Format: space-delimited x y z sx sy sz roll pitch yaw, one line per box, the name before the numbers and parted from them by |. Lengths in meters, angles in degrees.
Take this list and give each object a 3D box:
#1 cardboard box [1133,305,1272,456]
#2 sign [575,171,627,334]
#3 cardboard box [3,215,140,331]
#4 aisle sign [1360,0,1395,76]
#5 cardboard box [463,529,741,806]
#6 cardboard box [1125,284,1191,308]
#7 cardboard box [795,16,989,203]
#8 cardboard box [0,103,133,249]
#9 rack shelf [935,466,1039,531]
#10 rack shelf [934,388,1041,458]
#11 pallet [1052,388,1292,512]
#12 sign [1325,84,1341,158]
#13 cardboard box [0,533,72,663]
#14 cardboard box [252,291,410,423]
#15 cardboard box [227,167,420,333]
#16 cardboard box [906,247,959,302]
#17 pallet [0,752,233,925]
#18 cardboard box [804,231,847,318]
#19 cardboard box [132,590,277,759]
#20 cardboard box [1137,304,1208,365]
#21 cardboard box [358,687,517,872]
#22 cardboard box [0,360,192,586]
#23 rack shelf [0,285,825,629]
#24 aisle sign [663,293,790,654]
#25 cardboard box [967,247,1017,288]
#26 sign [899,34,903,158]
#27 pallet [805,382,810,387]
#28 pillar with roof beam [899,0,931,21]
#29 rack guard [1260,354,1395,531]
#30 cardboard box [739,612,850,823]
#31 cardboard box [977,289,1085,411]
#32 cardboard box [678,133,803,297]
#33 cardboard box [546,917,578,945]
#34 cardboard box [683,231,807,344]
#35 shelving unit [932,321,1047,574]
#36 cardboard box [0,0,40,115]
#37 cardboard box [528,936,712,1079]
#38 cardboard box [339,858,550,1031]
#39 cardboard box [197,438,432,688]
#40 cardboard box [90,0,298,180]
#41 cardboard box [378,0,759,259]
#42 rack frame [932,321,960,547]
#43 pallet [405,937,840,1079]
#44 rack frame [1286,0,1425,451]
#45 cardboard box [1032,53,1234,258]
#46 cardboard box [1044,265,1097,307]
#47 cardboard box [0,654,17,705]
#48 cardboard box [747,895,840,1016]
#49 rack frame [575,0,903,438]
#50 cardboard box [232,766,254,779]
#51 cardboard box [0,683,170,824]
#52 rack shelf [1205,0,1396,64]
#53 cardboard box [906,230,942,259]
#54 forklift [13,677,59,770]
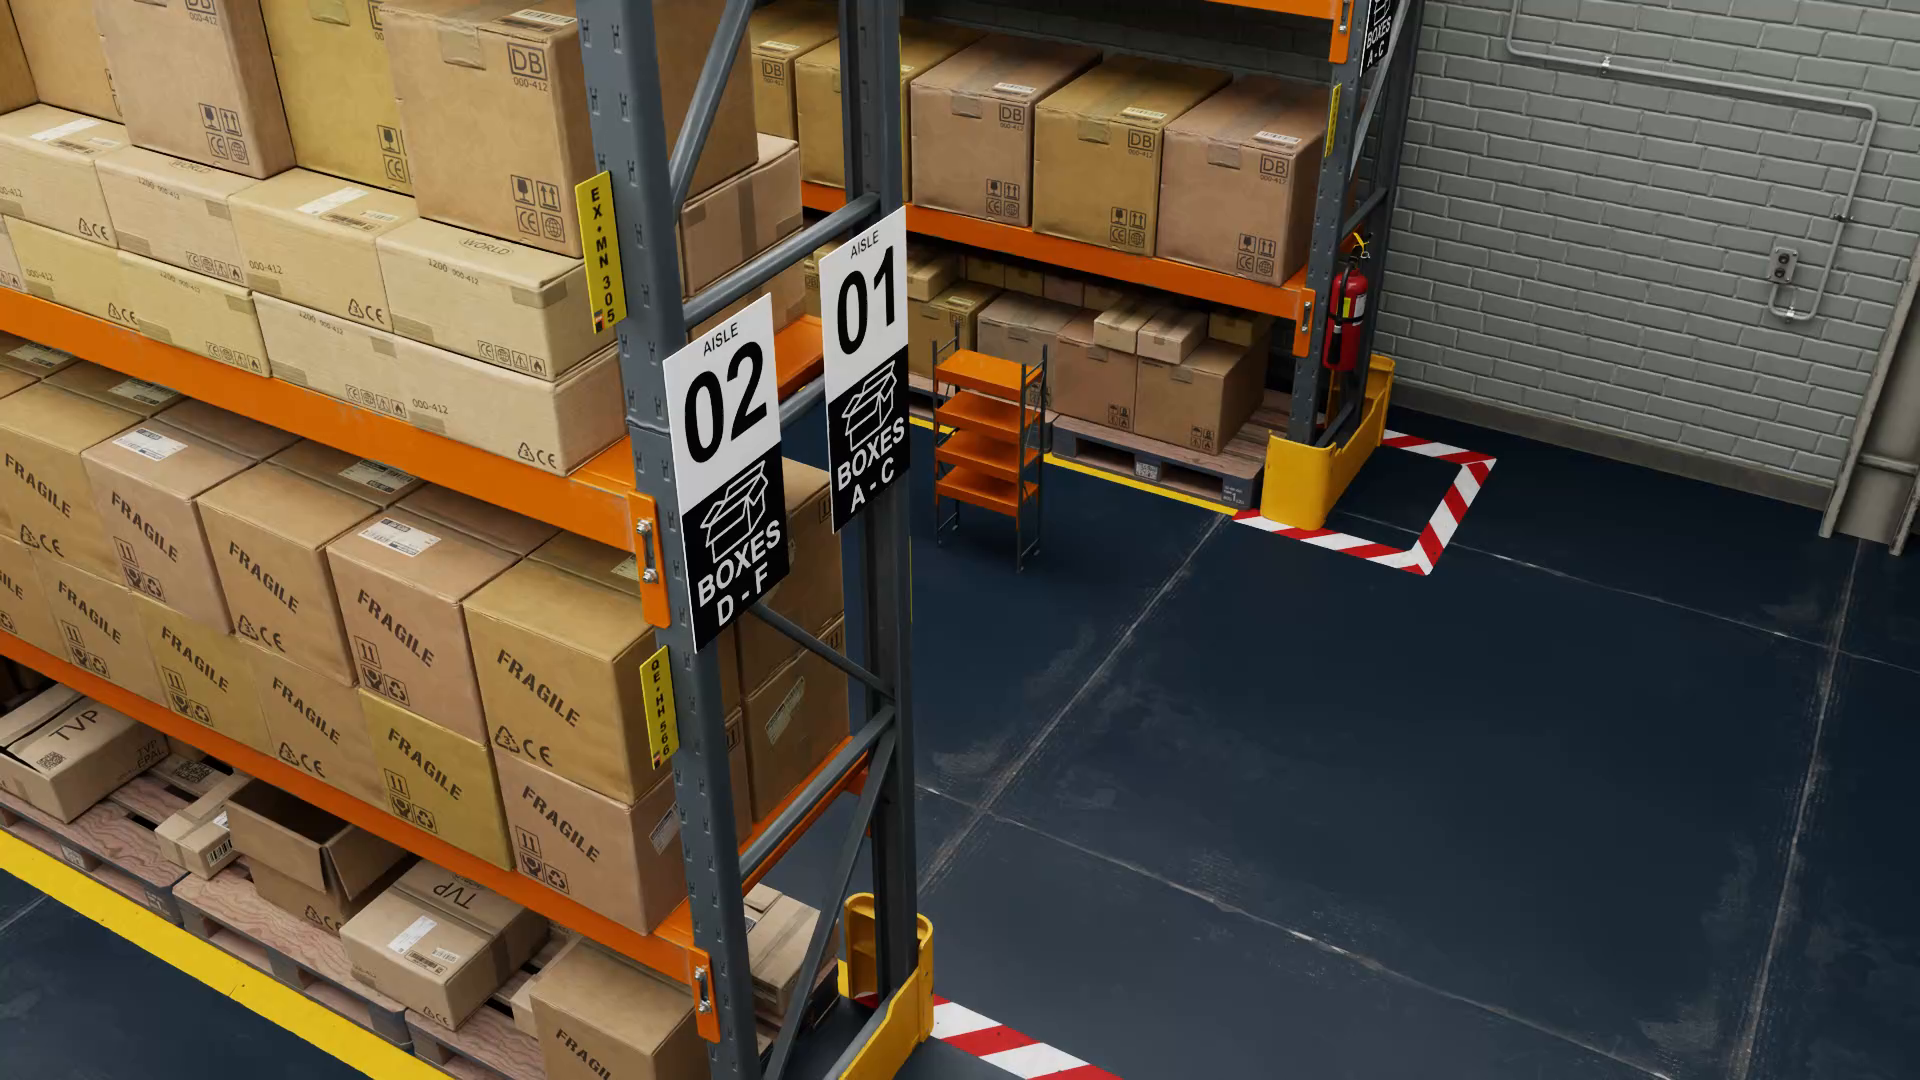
cardboard box | 1.352 -0.897 9.267 0.500 0.500 0.700 18 37 24
sign | -0.738 -0.589 3.423 0.005 0.325 0.100 18 37 24
cardboard box | -2.317 -0.853 4.754 0.500 0.250 0.500 18 37 24
aisle sign | 1.923 -2.536 7.507 0.004 0.787 0.394 18 37 24
cardboard box | -0.968 0.319 4.573 0.500 0.500 0.500 17 37 24
cardboard box | 1.120 -1.368 9.389 0.250 0.149 0.380 18 38 25
cardboard box | -0.369 -2.483 9.502 0.700 0.700 0.980 17 37 23
cardboard box | -2.321 -1.057 4.610 0.500 0.250 0.500 18 37 24
rack shelf | 0.144 -0.233 8.496 0.480 0.148 0.258 18 37 24
rack shelf | 0.144 -0.584 8.262 0.480 0.148 0.258 18 37 24
pallet | 1.277 -0.640 9.521 1.213 0.211 1.003 18 37 24
sign | 1.729 -1.942 7.701 0.005 0.325 0.100 18 37 24
cardboard box | -3.164 0.035 5.901 0.500 0.500 0.500 18 38 25
cardboard box | -1.450 -0.577 4.339 0.500 0.250 0.500 18 37 24
cardboard box | -1.452 -0.784 4.199 0.500 0.250 0.500 18 37 24
cardboard box | -0.205 -1.542 9.651 0.250 0.149 0.380 16 37 23
pallet | -3.322 1.016 7.033 1.213 0.211 1.003 18 37 24
cardboard box | -0.865 -1.598 10.320 0.500 0.500 0.700 18 38 25
cardboard box | -2.289 0.313 5.483 0.500 0.500 0.500 17 37 24
cardboard box | 1.151 -1.115 9.009 0.250 0.149 0.380 17 37 24
cardboard box | -1.421 0.592 5.065 0.500 0.500 0.500 18 38 25
cardboard box | -2.754 -0.243 5.417 0.500 0.500 0.500 16 37 23
rack shelf | -2.181 -0.733 5.087 4.000 0.370 1.077 18 37 24
aisle sign | -0.538 -0.149 3.923 0.004 0.787 0.394 18 37 24
cardboard box | 0.239 -1.647 9.808 0.250 0.149 0.380 17 37 24
sign | -0.176 -1.107 4.211 0.005 0.325 0.100 18 37 24
pallet | -0.842 -1.311 10.528 1.213 0.211 1.003 18 37 24
pillar with roof beam | -2.562 -3.368 5.688 0.400 9.000 9.100 18 37 24
rack guard | 2.031 -0.571 9.157 0.348 0.500 1.175 18 37 24
cardboard box | -0.699 0.476 5.239 0.500 0.500 0.500 18 38 25
cardboard box | 0.481 -1.173 9.681 0.500 0.500 0.700 16 37 23
cardboard box | -0.762 -0.894 4.365 0.500 0.250 0.500 18 37 24
cardboard box | -1.210 1.304 6.169 0.500 0.250 0.500 18 37 24
cardboard box | -0.765 -0.683 4.499 0.500 0.250 0.500 18 37 24
shelving unit | 0.144 -0.454 8.349 0.503 1.200 0.258 18 37 24
cardboard box | -2.676 -1.584 4.724 0.500 0.500 0.700 18 37 24
cardboard box | -1.039 1.593 5.510 0.500 0.500 0.500 18 37 24
cardboard box | -1.849 1.421 5.994 0.500 0.250 0.500 18 37 24
cardboard box | -1.859 0.040 4.992 0.500 0.500 0.500 19 38 26
cardboard box | -1.778 -1.338 4.354 0.500 0.500 0.700 18 37 24
cardboard box | -0.899 -1.073 3.957 0.500 0.500 0.700 18 37 24
rack frame | -0.068 -0.521 8.450 0.015 1.200 0.240 18 37 24
pallet | -1.203 1.687 6.026 1.213 0.211 1.003 18 37 24
rack frame | 2.010 -1.618 8.474 0.127 3.000 1.000 18 37 24
cardboard box | 0.925 -2.073 8.887 0.700 0.700 0.980 17 37 24
cardboard box | 0.682 -1.507 9.597 0.250 0.149 0.380 18 38 25
cardboard box | -4.488 0.526 7.112 0.500 0.500 0.500 17 37 24
cardboard box | -0.638 1.489 5.982 0.250 0.149 0.380 18 37 24
rack frame | -0.445 -1.731 3.230 0.127 3.000 1.000 18 37 24
cardboard box | -2.631 0.829 6.828 0.500 0.311 0.500 18 37 24
cardboard box | -3.661 0.822 6.838 0.500 0.311 0.500 18 37 24
rack shelf | 0.273 -3.118 8.668 4.000 0.370 1.077 18 37 24
cardboard box | -0.204 -1.787 10.019 0.250 0.149 0.380 16 37 23
forklift | -3.113 -0.661 7.099 3.031 2.935 1.130 -25 41 -32
